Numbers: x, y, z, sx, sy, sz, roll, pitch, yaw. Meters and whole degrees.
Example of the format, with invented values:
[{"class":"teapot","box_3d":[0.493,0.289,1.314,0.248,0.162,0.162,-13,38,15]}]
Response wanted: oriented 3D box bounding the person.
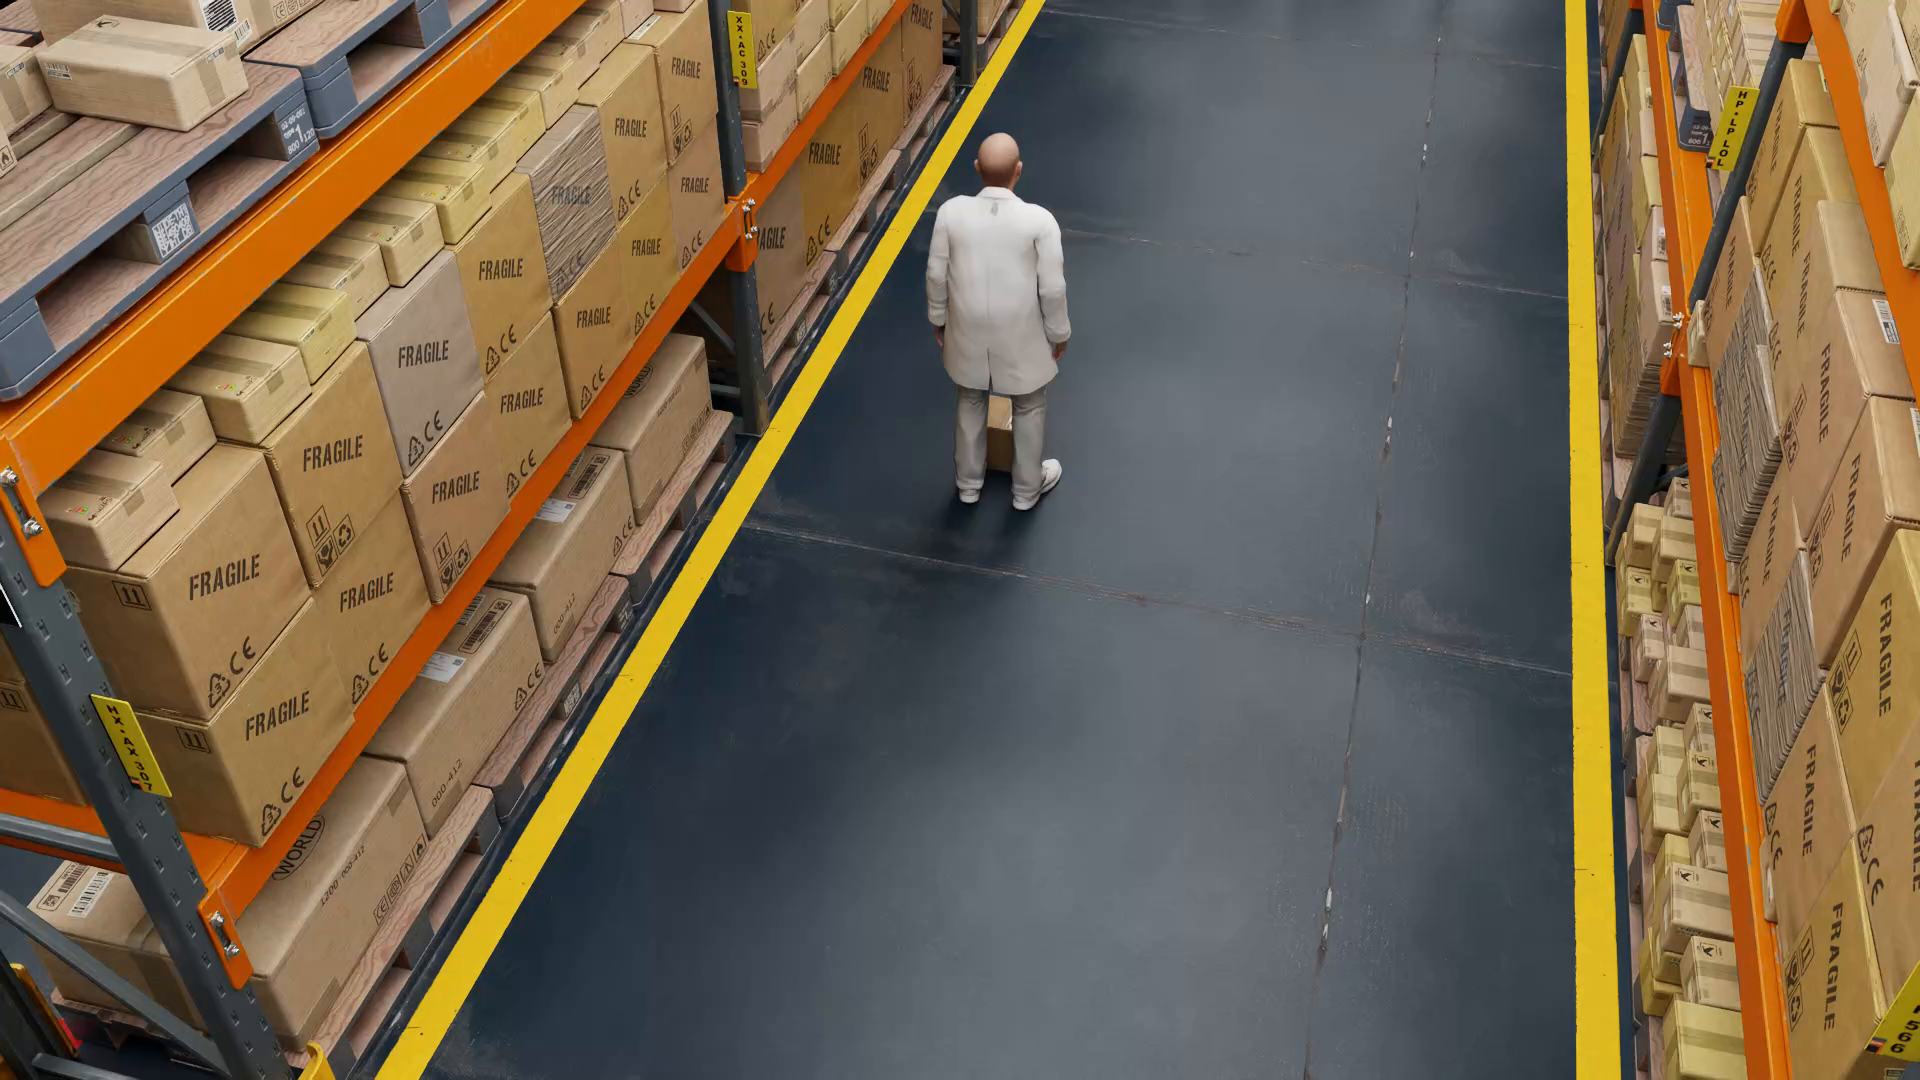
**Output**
[{"class":"person","box_3d":[0.169,-0.923,7.251,0.641,1.773,0.427,10,41,11]}]
